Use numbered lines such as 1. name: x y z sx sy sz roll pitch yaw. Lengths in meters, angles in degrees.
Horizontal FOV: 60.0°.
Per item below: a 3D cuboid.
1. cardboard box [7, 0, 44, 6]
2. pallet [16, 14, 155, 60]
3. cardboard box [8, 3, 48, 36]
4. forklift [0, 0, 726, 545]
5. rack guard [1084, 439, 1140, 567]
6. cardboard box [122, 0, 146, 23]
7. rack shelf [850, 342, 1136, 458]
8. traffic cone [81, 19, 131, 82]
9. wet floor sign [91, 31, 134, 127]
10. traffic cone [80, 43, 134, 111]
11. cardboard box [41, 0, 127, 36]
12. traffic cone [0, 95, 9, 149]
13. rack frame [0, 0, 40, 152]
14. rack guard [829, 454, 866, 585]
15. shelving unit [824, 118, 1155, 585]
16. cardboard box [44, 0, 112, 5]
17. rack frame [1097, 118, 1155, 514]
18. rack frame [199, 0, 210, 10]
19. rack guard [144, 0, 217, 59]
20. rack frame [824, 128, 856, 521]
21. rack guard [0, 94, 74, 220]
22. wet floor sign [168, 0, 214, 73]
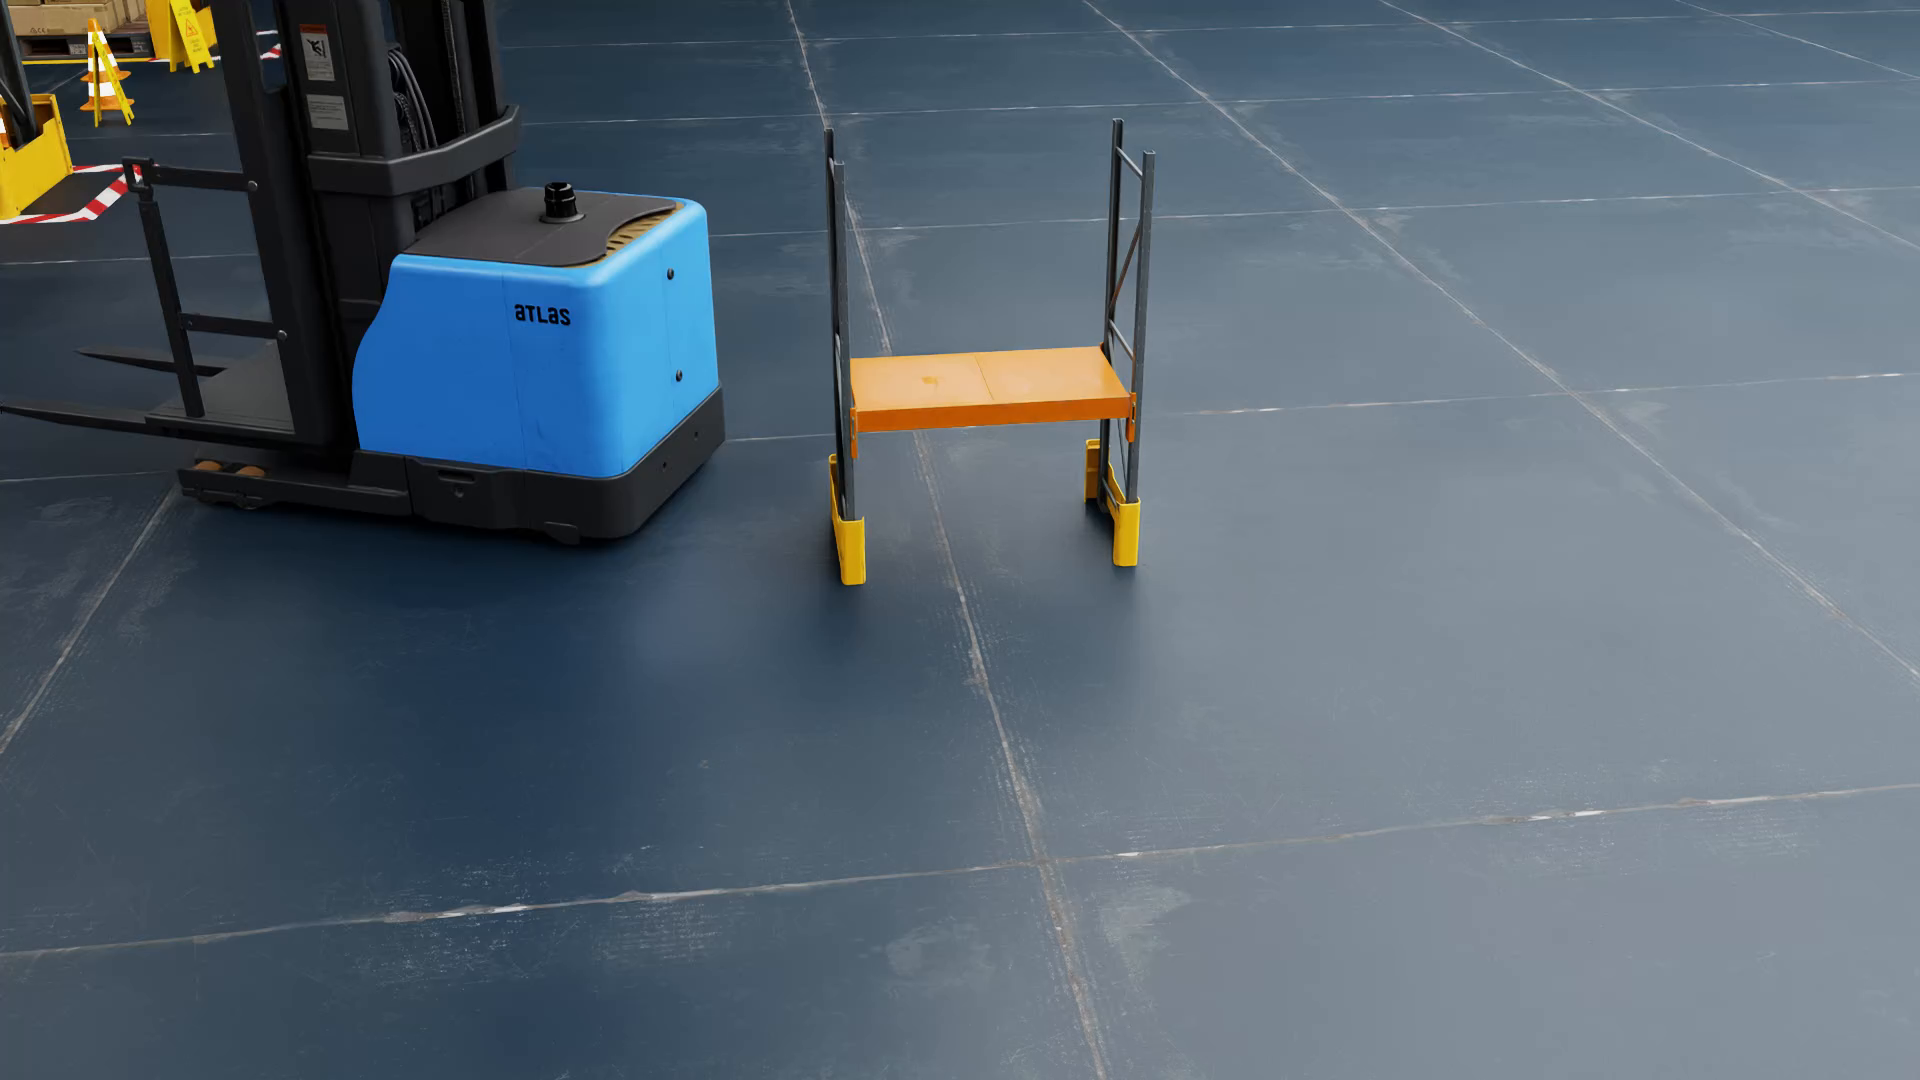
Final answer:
1. cardboard box: -8.040 -4.840 14.127 0.500 0.500 0.500 -3 27 -5
2. pallet: -7.652 -4.465 14.720 1.213 0.211 1.003 -4 27 -7
3. cardboard box: -8.044 -4.507 14.300 0.500 0.250 0.500 -4 27 -7
4. forklift: -2.549 -1.645 6.245 3.031 2.935 1.130 7 28 13
5. rack guard: 0.569 -0.148 6.264 0.087 0.250 0.587 -4 27 -7
6. cardboard box: -7.604 -4.783 14.838 0.500 0.250 0.500 -4 27 -8
7. rack shelf: 0.084 -0.513 6.000 1.000 0.185 0.538 -4 27 -7
8. traffic cone: -7.013 -4.007 13.552 0.334 0.463 0.336 -4 27 -7
9. wet floor sign: -6.224 -3.364 12.100 0.232 0.644 0.267 -8 28 -16
10. traffic cone: -6.522 -3.527 12.616 0.334 0.463 0.336 -4 27 -7
11. cardboard box: -7.554 -4.535 14.354 0.500 0.250 0.500 -4 27 -7
12. traffic cone: -6.701 -2.994 11.579 0.334 0.463 0.336 -4 27 -7
13. rack frame: -5.977 -3.515 9.814 0.127 3.000 1.000 -4 27 -7
14. rack guard: -0.418 -0.084 6.141 0.087 0.250 0.587 -4 27 -7
15. shelving unit: 0.075 -0.672 5.917 1.083 1.500 0.587 -4 27 -7
16. cardboard box: -7.524 -4.874 14.194 0.500 0.500 0.500 -4 27 -7
17. rack frame: 0.588 -0.705 5.981 0.032 1.500 0.500 -4 27 -7
18. rack frame: -6.767 -5.746 14.163 0.127 3.000 1.000 -4 27 -7
19. rack guard: -6.842 -4.629 14.724 0.348 0.500 1.175 -4 27 -7
20. rack frame: -0.419 -0.640 5.855 0.032 1.500 0.500 -4 27 -7
21. rack guard: -5.953 -2.404 10.388 0.348 0.500 1.175 -4 27 -7
22. wet floor sign: -6.430 -4.227 13.781 0.232 0.644 0.267 6 28 11
